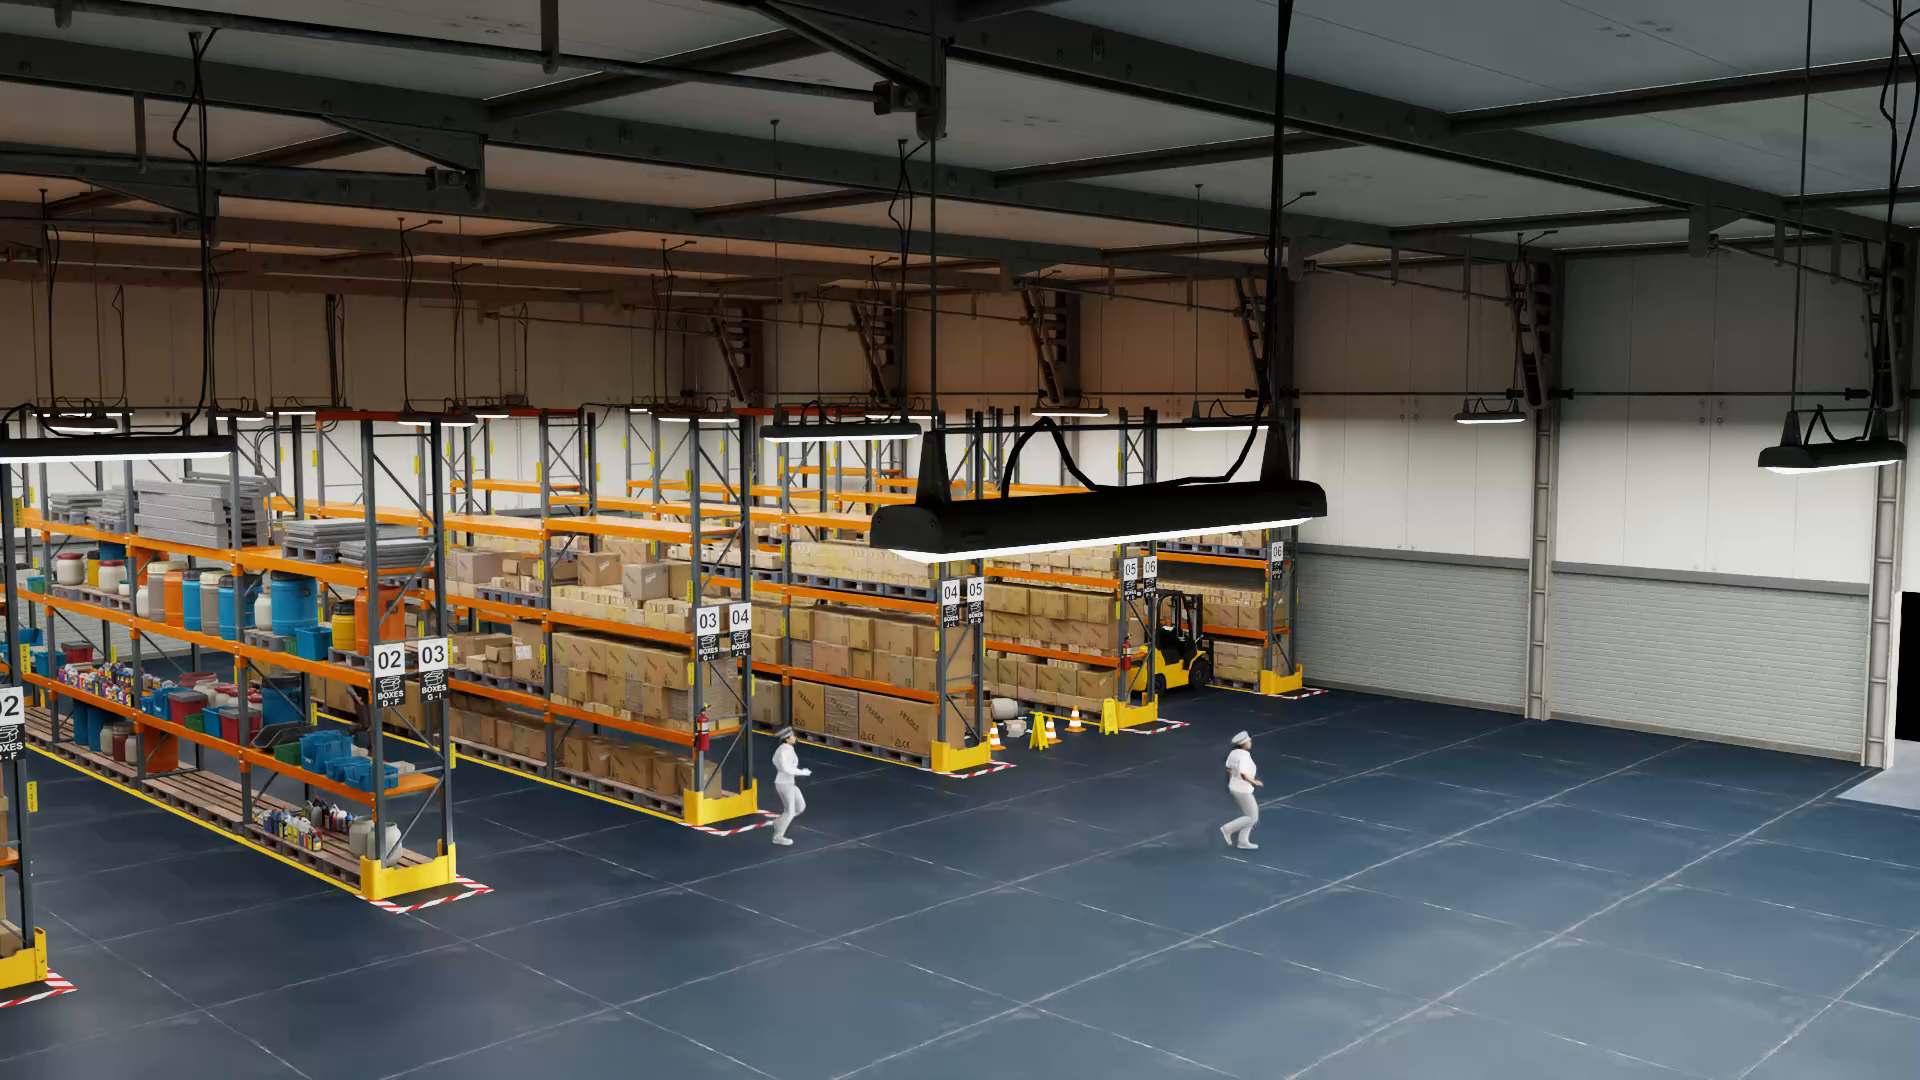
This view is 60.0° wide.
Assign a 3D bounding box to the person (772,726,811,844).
[{"bbox_3d":[-2.377,3.435,23.453,0.549,1.647,0.655,0,5,-5],"label":"person"}]

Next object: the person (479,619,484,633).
[{"bbox_3d":[-11.769,1.873,40.530,0.676,1.783,0.661,4,6,36],"label":"person"}]

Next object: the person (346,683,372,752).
[{"bbox_3d":[-10.539,2.894,29.477,0.660,1.696,0.661,4,6,38],"label":"person"}]

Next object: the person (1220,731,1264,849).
[{"bbox_3d":[3.867,3.465,23.023,0.618,1.658,0.572,-1,5,-13],"label":"person"}]
